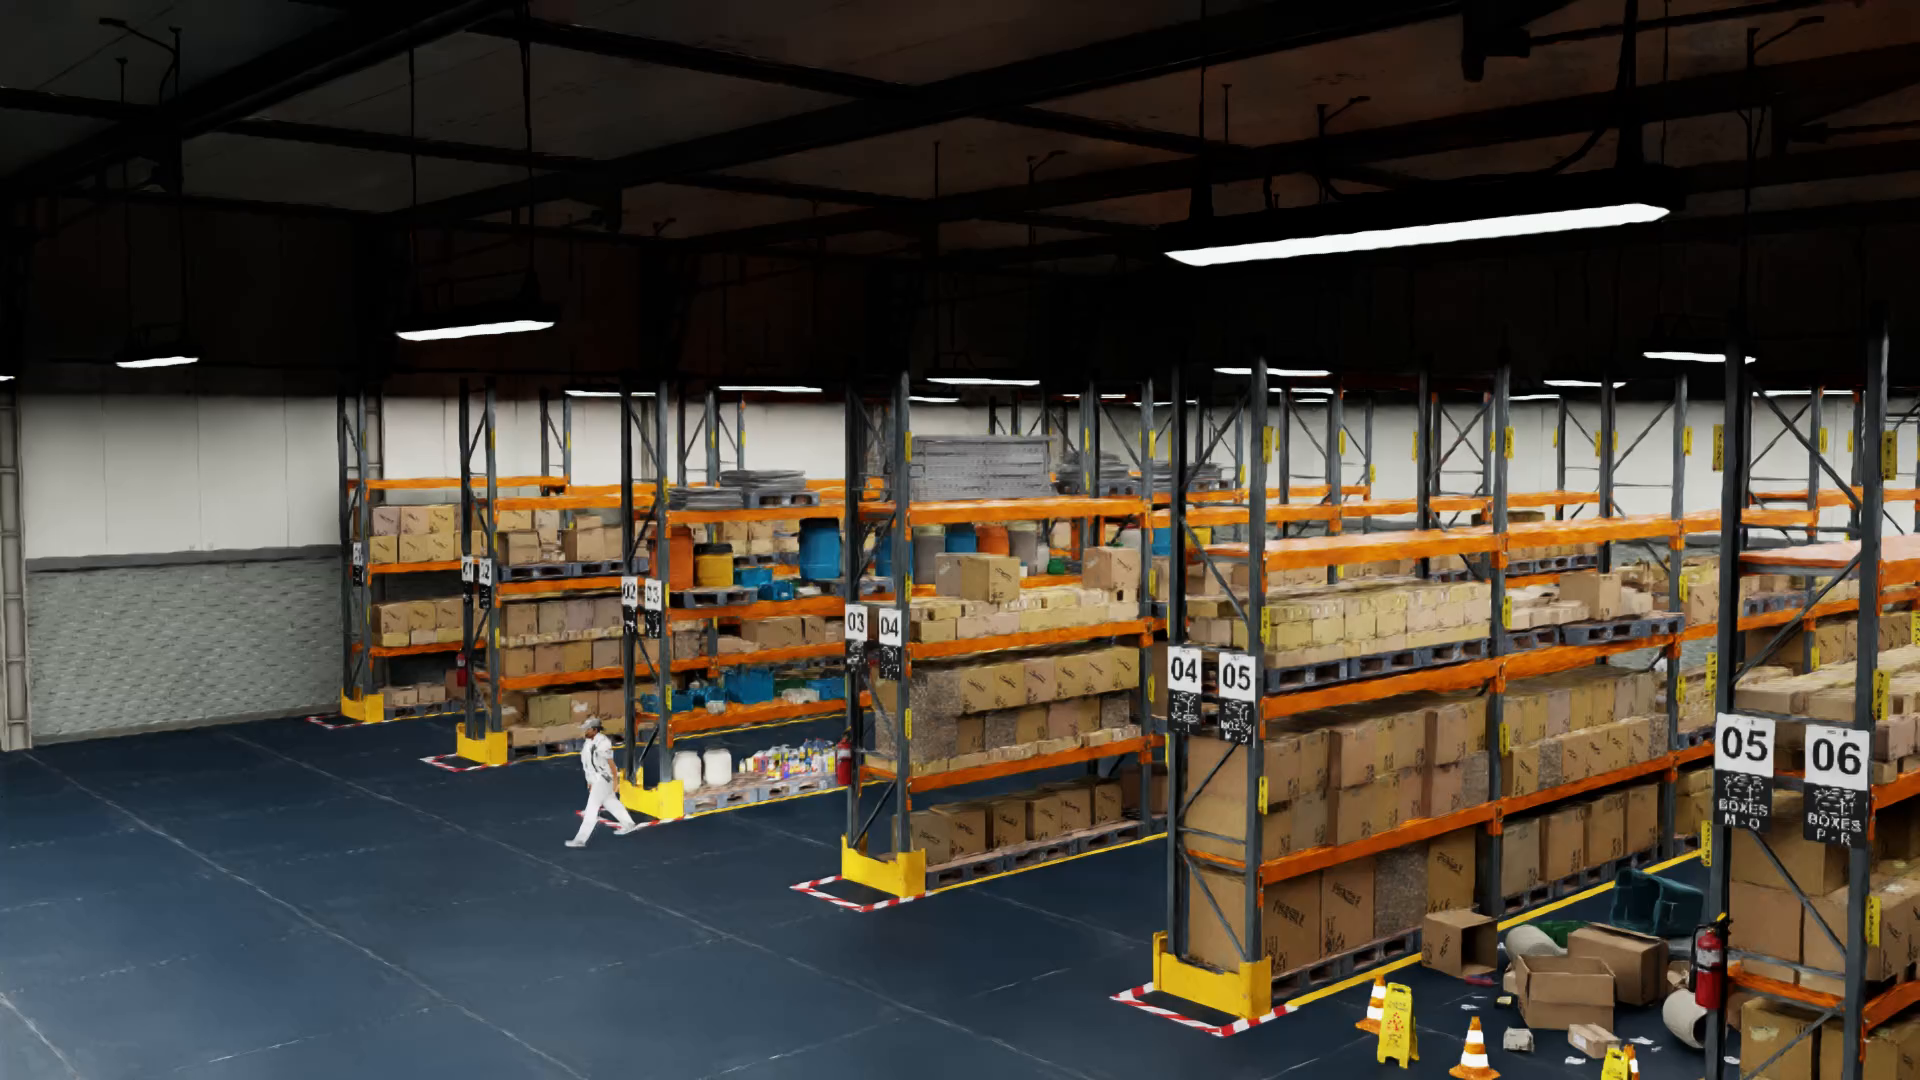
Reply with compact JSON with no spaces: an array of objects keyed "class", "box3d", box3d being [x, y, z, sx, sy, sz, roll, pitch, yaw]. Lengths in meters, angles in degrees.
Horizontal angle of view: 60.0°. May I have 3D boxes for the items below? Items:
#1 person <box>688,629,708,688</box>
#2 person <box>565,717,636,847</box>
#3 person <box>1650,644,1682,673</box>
[{"class":"person","box3d":[-4.931,2.262,30.917,1.103,1.716,0.573,-2,4,-33]},{"class":"person","box3d":[-4.534,2.991,20.848,1.090,1.583,0.497,-3,5,-39]},{"class":"person","box3d":[12.085,2.491,28.458,0.531,1.629,0.592,-4,5,-44]}]
